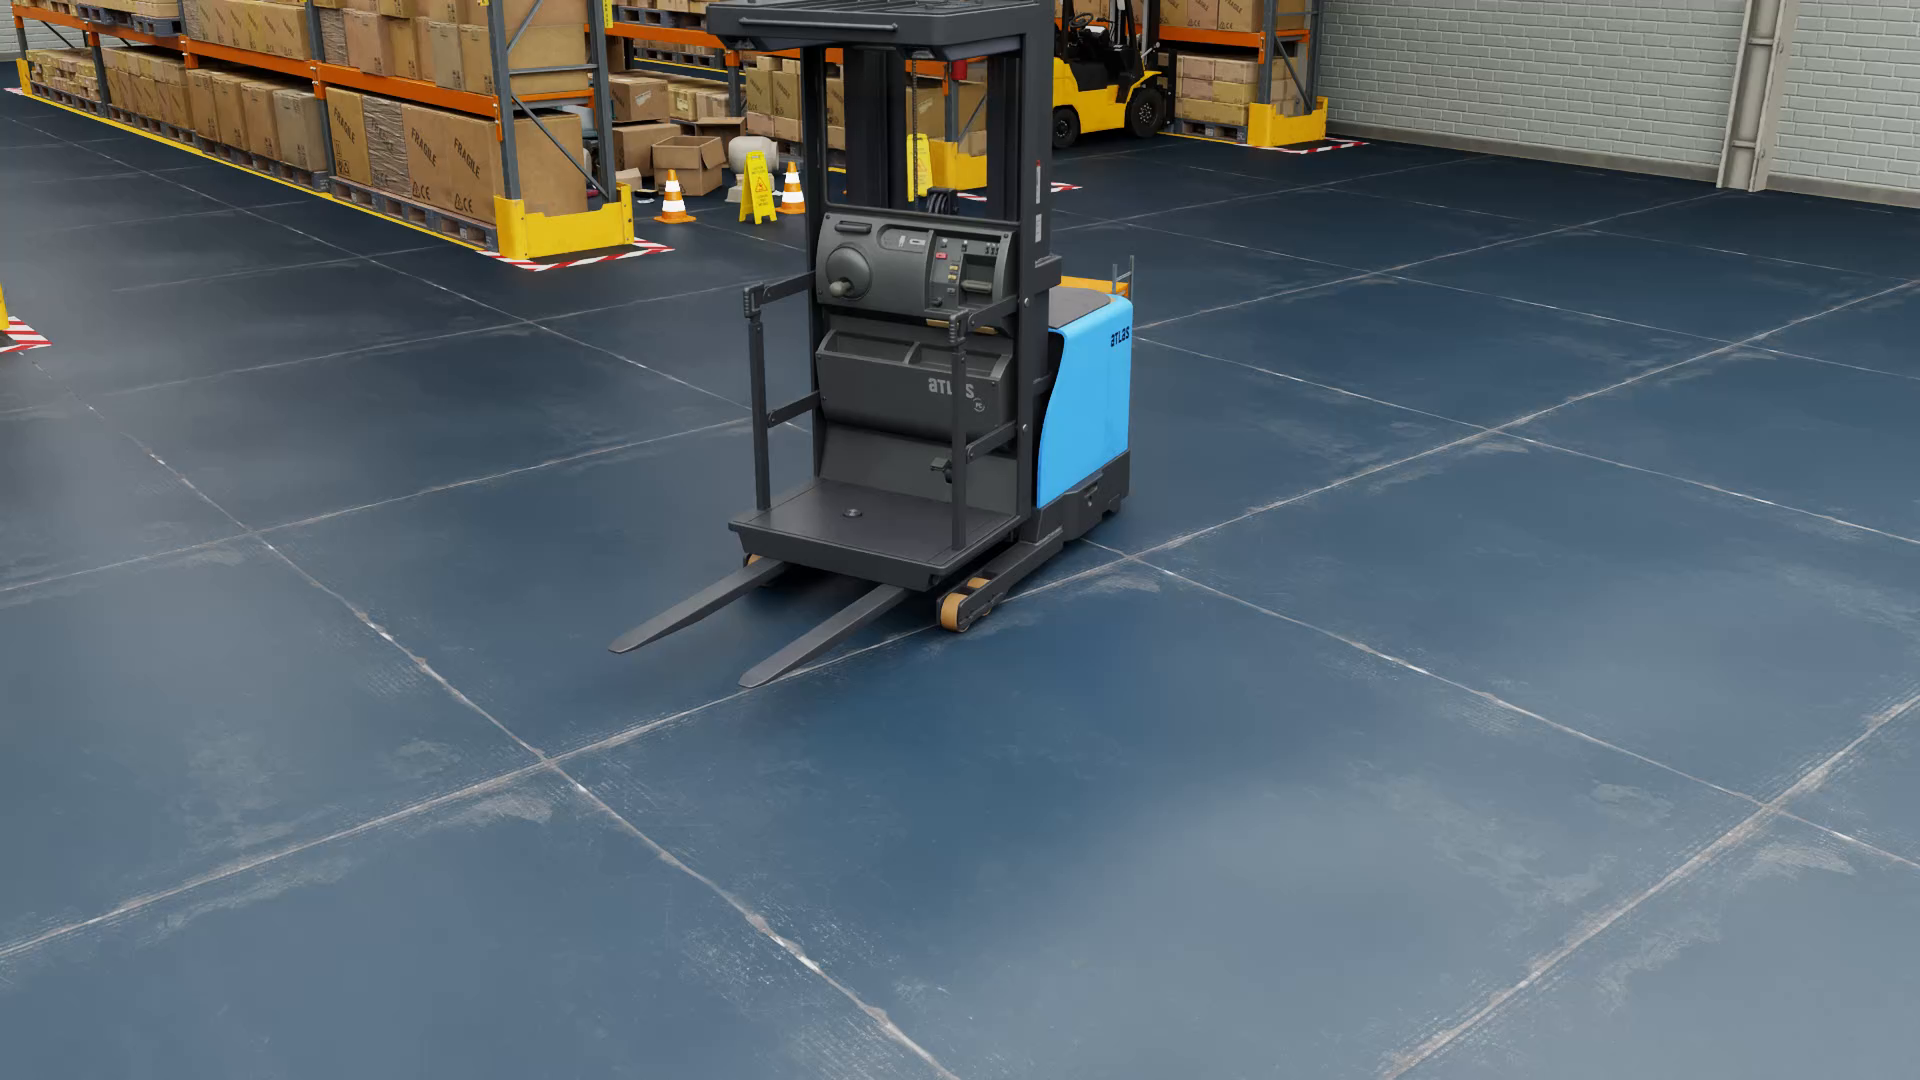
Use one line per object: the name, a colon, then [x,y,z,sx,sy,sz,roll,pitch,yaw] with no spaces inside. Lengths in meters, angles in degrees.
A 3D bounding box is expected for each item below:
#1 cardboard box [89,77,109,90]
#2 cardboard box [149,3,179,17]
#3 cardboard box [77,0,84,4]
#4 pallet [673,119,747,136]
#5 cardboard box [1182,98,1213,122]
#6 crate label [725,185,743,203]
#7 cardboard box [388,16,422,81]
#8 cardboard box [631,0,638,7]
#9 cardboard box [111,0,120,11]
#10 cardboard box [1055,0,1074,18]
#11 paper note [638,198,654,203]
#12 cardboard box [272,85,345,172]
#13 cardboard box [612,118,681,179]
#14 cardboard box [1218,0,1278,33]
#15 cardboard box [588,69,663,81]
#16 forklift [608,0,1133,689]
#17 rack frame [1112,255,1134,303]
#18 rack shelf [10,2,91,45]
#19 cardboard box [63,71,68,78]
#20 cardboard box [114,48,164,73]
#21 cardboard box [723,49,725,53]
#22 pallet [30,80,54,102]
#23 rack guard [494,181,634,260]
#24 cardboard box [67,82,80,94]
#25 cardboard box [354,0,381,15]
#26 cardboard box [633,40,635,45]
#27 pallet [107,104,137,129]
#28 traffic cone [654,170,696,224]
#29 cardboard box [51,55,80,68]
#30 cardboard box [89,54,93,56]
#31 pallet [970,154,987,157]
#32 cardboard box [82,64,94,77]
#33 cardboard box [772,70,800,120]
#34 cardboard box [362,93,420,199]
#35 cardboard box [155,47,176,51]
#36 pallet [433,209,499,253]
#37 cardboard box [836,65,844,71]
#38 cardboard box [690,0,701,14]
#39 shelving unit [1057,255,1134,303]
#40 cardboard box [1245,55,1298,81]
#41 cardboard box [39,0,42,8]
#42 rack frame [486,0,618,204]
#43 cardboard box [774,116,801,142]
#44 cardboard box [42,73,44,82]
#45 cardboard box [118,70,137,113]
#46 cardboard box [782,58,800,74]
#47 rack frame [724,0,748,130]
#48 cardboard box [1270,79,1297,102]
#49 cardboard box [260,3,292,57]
cardboard box: [-11.702,-6.273,22.813,0.380,0.149,0.250,-17,27,-36]
cardboard box: [-9.315,-6.255,19.611,0.380,0.149,0.250,-17,27,-37]
cardboard box: [-11.347,-7.115,21.806,0.380,0.149,0.250,-19,28,-40]
pallet: [-2.859,-5.168,20.888,1.003,0.211,1.213,-17,27,-37]
cardboard box: [3.156,-5.438,20.950,0.500,0.250,0.500,-17,27,-37]
crate label: [-2.176,-3.469,16.653,0.298,0.136,0.250,7,23,18]
cardboard box: [-4.722,-4.569,15.331,0.875,0.550,0.500,-17,27,-37]
cardboard box: [-3.992,-6.930,21.334,0.380,0.149,0.250,-16,27,-35]
cardboard box: [-10.328,-6.686,20.709,0.380,0.149,0.250,-19,28,-40]
cardboard box: [1.500,-7.296,22.361,0.500,0.500,0.500,-18,28,-39]
paper note: [-3.133,-3.382,16.580,0.144,0.017,0.142,-8,23,-19]
cardboard box: [-6.507,-4.343,17.468,1.050,0.750,0.750,-18,27,-38]
cardboard box: [-3.420,-4.186,17.795,0.797,0.637,0.503,-17,27,-37]
cardboard box: [3.499,-6.449,20.199,0.500,0.500,0.500,-18,28,-39]
cardboard box: [-4.599,-6.170,22.651,0.950,0.372,0.625,-20,29,-41]
forklift: [-0.307,-1.165,6.939,1.130,2.935,3.031,12,24,27]
rack frame: [0.810,-0.828,8.453,0.015,1.200,0.240,11,24,26]
rack shelf: [-12.561,-7.473,23.937,1.077,0.370,4.000,-17,27,-37]
cardboard box: [-12.817,-6.813,24.191,0.380,0.149,0.250,-16,26,-35]
cardboard box: [-10.624,-6.222,21.581,0.500,0.250,0.500,-17,27,-36]
cardboard box: [-4.066,-8.826,29.517,0.500,0.311,0.500,-16,27,-36]
pallet: [-13.313,-6.808,25.077,1.003,0.211,1.213,-17,27,-37]
rack guard: [-3.407,-2.769,14.369,1.175,0.500,0.348,-17,27,-37]
cardboard box: [-12.445,-6.436,23.638,0.380,0.149,0.250,-18,27,-38]
cardboard box: [-5.123,-5.201,15.464,0.875,0.550,0.550,-17,27,-37]
cardboard box: [-5.849,-9.299,30.947,0.380,0.149,0.250,-19,28,-39]
pallet: [-10.746,-5.742,22.355,1.003,0.211,1.213,-17,27,-37]
traffic cone: [-2.693,-3.243,15.630,0.336,0.463,0.334,-17,27,-37]
cardboard box: [-12.908,-6.921,24.059,0.380,0.149,0.250,-17,27,-37]
cardboard box: [-12.517,-7.048,24.384,0.380,0.149,0.250,-19,28,-39]
pallet: [-0.292,-4.102,18.166,1.003,0.211,1.213,-17,27,-37]
cardboard box: [-11.882,-6.498,22.978,0.380,0.149,0.250,-17,27,-37]
cardboard box: [-1.811,-5.143,19.169,0.500,0.500,0.500,-16,27,-35]
cardboard box: [-5.085,-3.813,15.943,0.875,0.875,0.875,-17,27,-37]
cardboard box: [-10.252,-6.345,21.895,0.500,0.250,0.500,-16,26,-35]
pallet: [-4.004,-2.844,14.955,1.003,0.211,1.213,-17,27,-37]
cardboard box: [-1.427,-5.276,19.507,0.500,0.500,0.500,-17,27,-36]
cardboard box: [-3.053,-6.483,20.192,0.380,0.149,0.250,-18,28,-39]
shelving unit: [0.594,-0.870,8.559,0.503,1.200,0.258,11,24,26]
cardboard box: [3.849,-5.887,20.726,0.500,0.250,0.500,-18,28,-38]
cardboard box: [-13.139,-7.808,24.152,0.380,0.149,0.250,-18,28,-38]
rack frame: [-3.423,-3.940,13.930,1.000,3.000,0.127,-17,27,-37]
cardboard box: [-1.812,-4.794,19.306,0.500,0.250,0.500,-16,26,-34]
cardboard box: [-13.534,-6.955,24.961,0.380,0.149,0.250,-18,27,-38]
cardboard box: [-10.628,-5.874,21.719,0.500,0.500,0.500,-16,26,-35]
cardboard box: [-1.796,-5.400,18.935,0.380,0.149,0.250,-16,27,-35]
rack frame: [-2.349,-6.251,19.831,1.000,3.000,0.127,-17,27,-37]
cardboard box: [3.870,-5.656,20.821,0.500,0.250,0.500,-17,27,-36]
cardboard box: [-6.906,-5.312,17.295,0.500,0.500,0.500,-18,28,-38]
